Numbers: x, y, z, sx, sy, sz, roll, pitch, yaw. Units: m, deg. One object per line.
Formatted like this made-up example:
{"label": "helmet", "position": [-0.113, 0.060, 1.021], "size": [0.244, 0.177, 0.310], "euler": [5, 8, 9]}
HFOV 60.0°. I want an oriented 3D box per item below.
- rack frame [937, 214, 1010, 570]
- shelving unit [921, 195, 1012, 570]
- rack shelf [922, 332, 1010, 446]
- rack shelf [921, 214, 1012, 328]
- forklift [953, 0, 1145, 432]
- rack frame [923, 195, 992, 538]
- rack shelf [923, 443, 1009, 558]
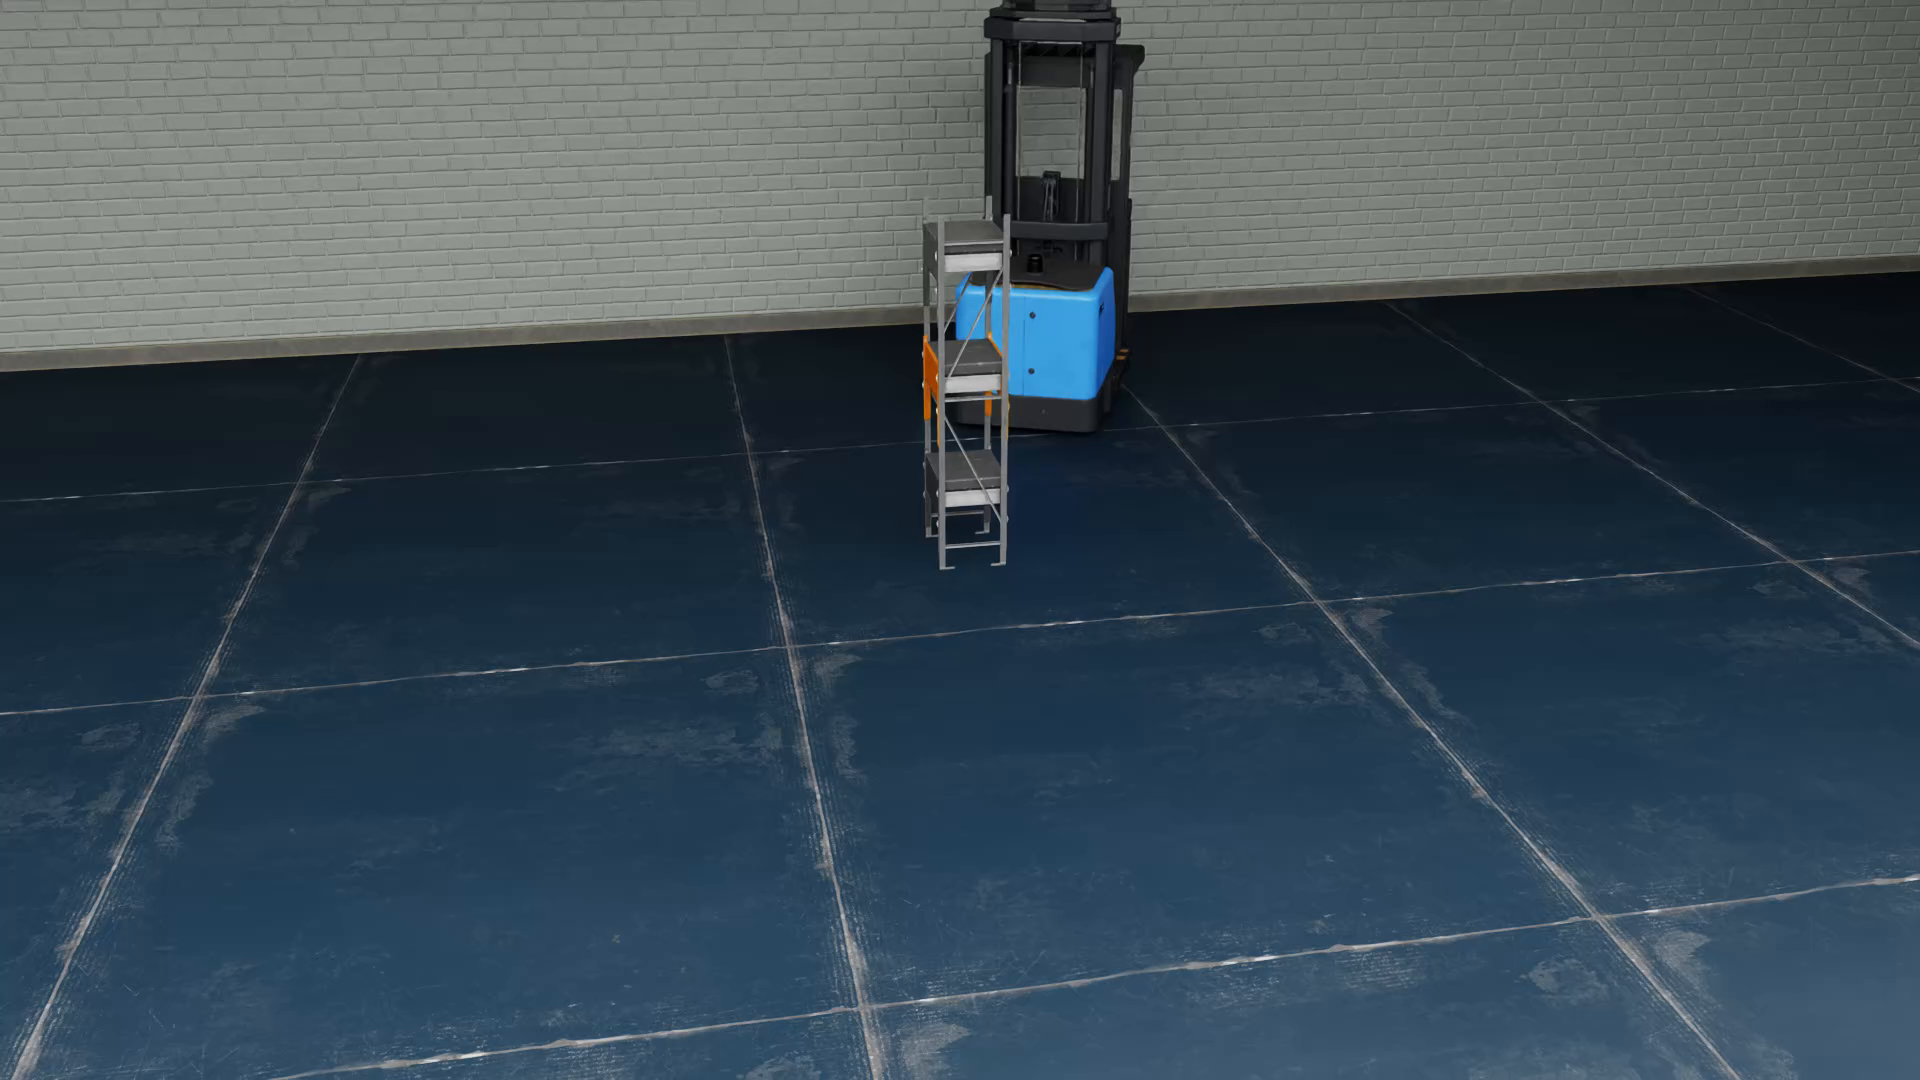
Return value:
{"label": "rack frame", "position": [0.076, -0.801, 9.461], "size": [0.400, 2.100, 0.015], "euler": [-4, 24, -10]}
{"label": "shelving unit", "position": [0.031, -0.897, 9.681], "size": [0.431, 2.100, 0.503], "euler": [-4, 24, -10]}
{"label": "rack shelf", "position": [0.031, -0.885, 9.686], "size": [0.431, 0.518, 0.480], "euler": [-4, 24, -10]}
{"label": "rack shelf", "position": [0.031, -1.526, 9.406], "size": [0.431, 0.518, 0.480], "euler": [-4, 24, -10]}
{"label": "forklift", "position": [0.775, -2.670, 12.702], "size": [1.130, 2.935, 3.031], "euler": [5, 24, 11]}
{"label": "rack frame", "position": [-0.015, -0.993, 9.900], "size": [0.400, 2.100, 0.015], "euler": [-4, 24, -10]}
{"label": "rack shelf", "position": [0.031, -0.243, 9.966], "size": [0.431, 0.518, 0.480], "euler": [-4, 24, -10]}
